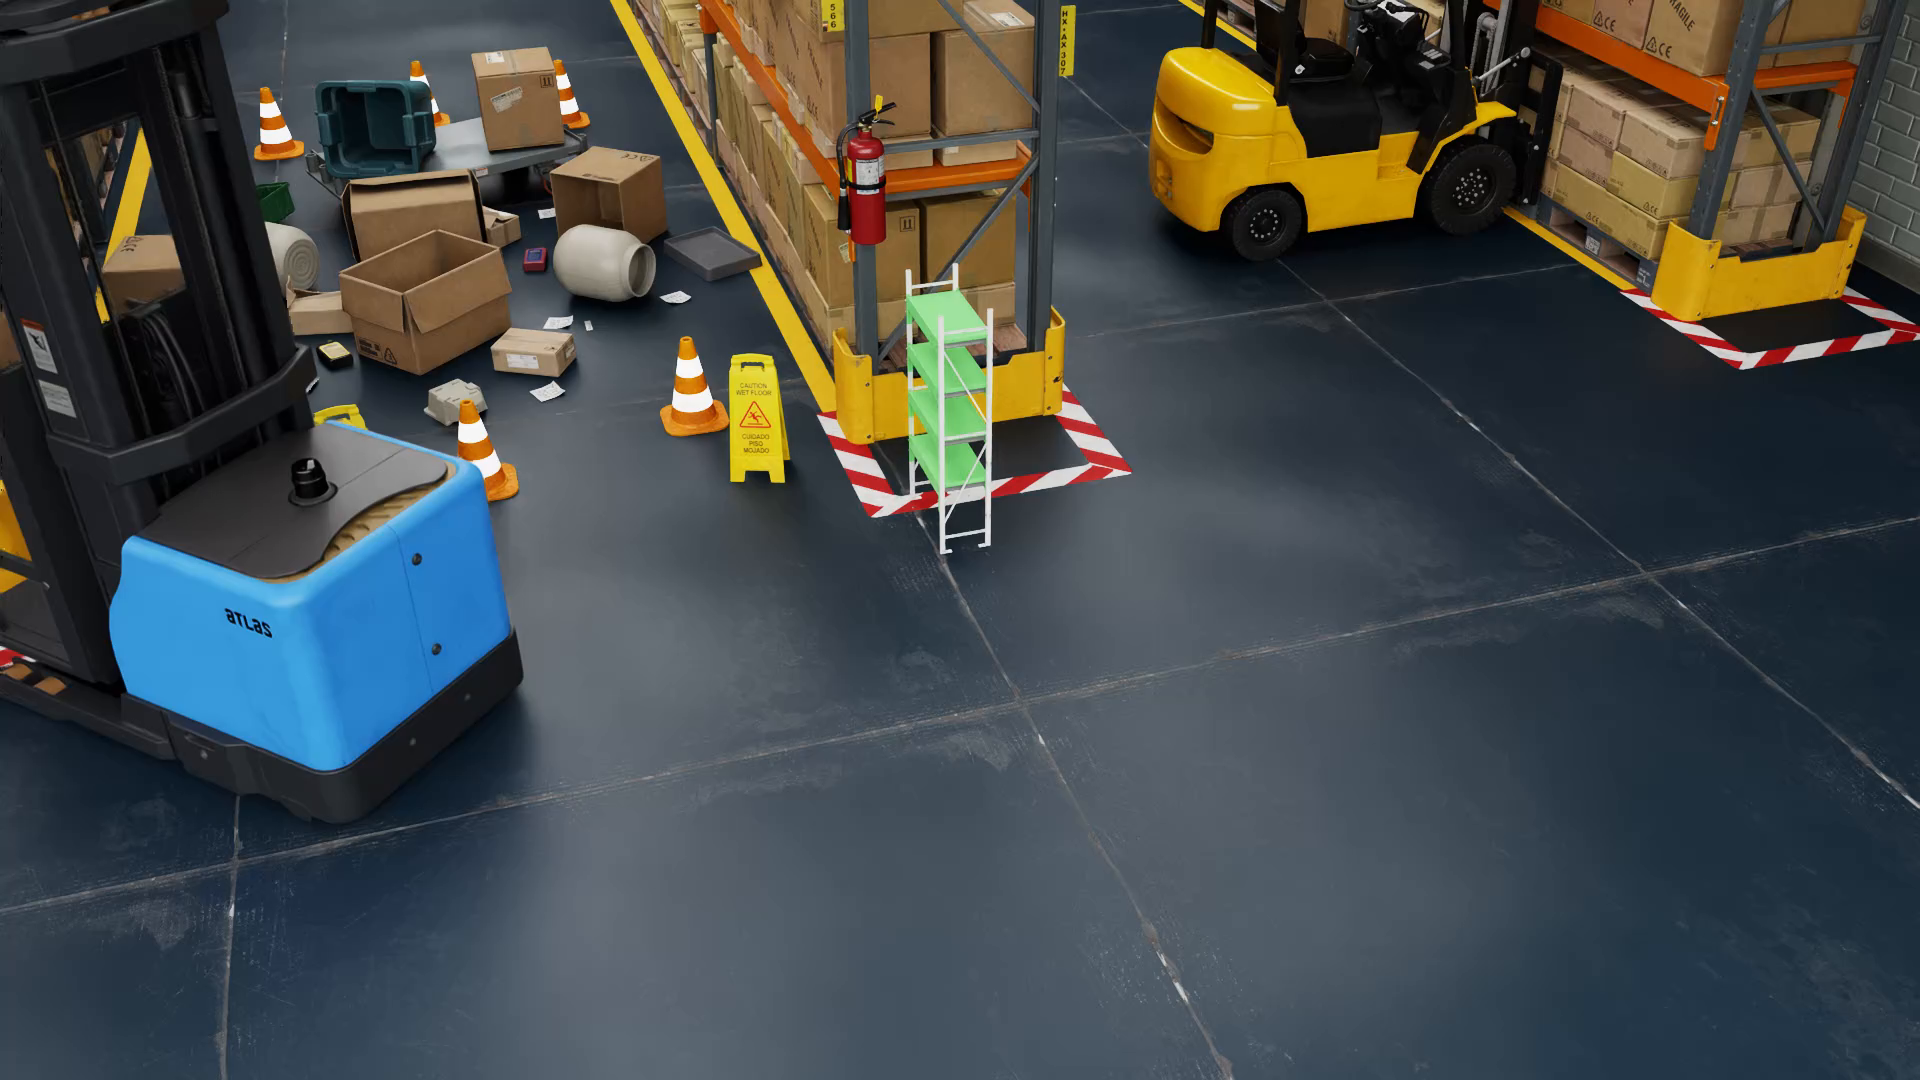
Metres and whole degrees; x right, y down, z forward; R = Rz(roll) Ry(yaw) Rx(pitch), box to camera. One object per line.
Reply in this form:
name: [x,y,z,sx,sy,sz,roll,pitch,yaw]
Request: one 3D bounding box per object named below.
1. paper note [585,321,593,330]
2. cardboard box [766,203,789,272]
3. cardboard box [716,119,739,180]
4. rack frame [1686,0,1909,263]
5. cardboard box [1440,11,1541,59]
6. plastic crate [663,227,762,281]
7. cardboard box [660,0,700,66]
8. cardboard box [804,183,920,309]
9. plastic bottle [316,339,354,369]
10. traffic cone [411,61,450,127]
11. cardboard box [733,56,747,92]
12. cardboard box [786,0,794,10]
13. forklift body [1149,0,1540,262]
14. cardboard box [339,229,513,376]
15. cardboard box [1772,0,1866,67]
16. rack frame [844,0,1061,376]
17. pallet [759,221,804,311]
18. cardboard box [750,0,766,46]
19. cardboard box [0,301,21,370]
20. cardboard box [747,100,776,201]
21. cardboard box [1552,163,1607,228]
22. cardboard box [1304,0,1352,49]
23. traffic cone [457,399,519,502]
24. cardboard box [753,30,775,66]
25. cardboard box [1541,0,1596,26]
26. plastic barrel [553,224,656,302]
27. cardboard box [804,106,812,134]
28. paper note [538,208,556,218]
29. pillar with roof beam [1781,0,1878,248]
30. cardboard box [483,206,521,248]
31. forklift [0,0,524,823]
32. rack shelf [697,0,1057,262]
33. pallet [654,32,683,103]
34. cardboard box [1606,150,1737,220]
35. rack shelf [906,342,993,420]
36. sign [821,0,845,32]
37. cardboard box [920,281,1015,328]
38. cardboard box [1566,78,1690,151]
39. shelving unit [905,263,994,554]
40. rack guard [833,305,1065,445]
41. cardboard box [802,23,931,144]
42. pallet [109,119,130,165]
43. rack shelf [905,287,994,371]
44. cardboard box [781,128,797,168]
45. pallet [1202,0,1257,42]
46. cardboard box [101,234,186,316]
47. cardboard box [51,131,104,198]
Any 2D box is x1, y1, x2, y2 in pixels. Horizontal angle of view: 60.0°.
paper note: [-2.148,-1.240,9.618,0.032,0.001,0.123,-10,35,-15]
cardboard box: [-0.848,-1.832,9.915,0.500,0.250,0.500,-11,35,-16]
cardboard box: [-1.327,-2.651,11.154,0.500,0.250,0.500,-12,35,-17]
rack frame: [4.696,-2.714,9.137,1.000,3.000,0.127,-10,35,-15]
cardboard box: [3.634,-3.423,11.416,0.500,0.250,0.500,-9,34,-13]
plastic crate: [-1.552,-1.797,10.398,0.402,0.080,0.583,-23,40,-31]
cardboard box: [-1.848,-4.073,13.196,0.950,0.372,0.625,-9,34,-13]
cardboard box: [-0.522,-1.595,8.876,0.500,0.500,0.500,-10,35,-14]
plastic bottle: [-3.500,-1.042,9.272,0.133,0.061,0.283,-23,40,-31]
traffic cone: [-4.002,-3.319,12.353,0.336,0.463,0.334,-10,35,-15]
cardboard box: [-1.187,-2.889,10.246,0.380,0.149,0.250,-9,34,-13]
cardboard box: [-0.541,-2.959,8.240,0.700,0.500,0.500,-10,35,-14]
forklift body: [2.381,-3.049,10.413,2.313,2.155,1.214,-10,35,-15]
cardboard box: [-2.976,-1.333,9.310,0.637,0.503,0.797,19,38,26]
cardboard box: [4.810,-3.063,9.574,0.500,0.500,0.500,-9,34,-13]
rack frame: [-0.030,-1.878,7.871,1.000,3.000,0.127,-10,35,-15]
pallet: [-0.635,-1.826,10.322,1.003,0.211,1.213,-10,35,-15]
cardboard box: [-0.892,-3.078,9.327,0.500,0.500,0.500,-10,35,-14]
cardboard box: [-5.253,-1.087,8.221,0.875,0.875,0.875,-11,35,-15]
cardboard box: [-0.996,-2.412,10.112,0.500,0.500,0.500,-8,34,-12]
cardboard box: [4.110,-2.199,10.470,0.500,0.250,0.500,-10,35,-15]
cardboard box: [3.306,-4.271,13.266,0.875,0.625,0.625,-8,34,-13]
traffic cone: [-2.343,-0.463,8.031,0.336,0.463,0.334,-10,35,-15]
cardboard box: [-0.974,-2.853,9.574,0.380,0.149,0.250,-10,35,-15]
cardboard box: [3.990,-3.513,10.255,0.500,0.500,0.500,-11,35,-16]
plastic barrel: [-2.101,-1.633,9.837,0.512,0.421,0.421,13,36,18]
cardboard box: [-0.588,-2.186,8.565,0.380,0.149,0.250,-11,35,-16]
paper note: [-2.713,-2.174,11.012,0.148,0.019,0.142,-10,35,-15]
pillar with roof beam: [1.243,-5.010,7.170,9.100,9.000,0.400,-10,35,-15]
cardboard box: [-3.045,-2.048,10.609,0.396,0.266,0.258,19,38,26]
forklift: [-3.327,-0.748,6.224,3.031,2.935,1.130,16,37,22]
rack shelf: [-0.640,-2.628,9.658,1.077,0.370,4.000,-10,35,-15]
pallet: [-1.864,-3.865,13.407,1.003,0.211,1.213,-10,35,-15]
cardboard box: [4.250,-2.154,9.949,0.500,0.250,0.500,-10,35,-15]
rack shelf: [-0.050,-0.734,7.454,0.258,0.148,0.480,-10,35,-15]
sign: [-0.564,-2.410,7.339,0.100,0.325,0.005,-10,35,-15]
cardboard box: [-0.012,-1.376,9.224,0.500,0.250,0.500,-10,35,-15]
cardboard box: [4.098,-2.616,10.194,0.500,0.250,0.500,-9,35,-14]
shelving unit: [-0.050,-0.587,7.551,0.258,1.200,0.503,-10,35,-15]
rack guard: [-0.053,-0.875,8.620,1.175,0.500,0.348,-10,35,-15]
cardboard box: [-0.458,-2.282,8.122,0.500,0.500,0.500,-11,35,-16]
pallet: [-6.616,-2.963,12.043,1.003,0.211,1.213,-10,35,-15]
rack shelf: [-0.050,-0.935,7.321,0.258,0.148,0.480,-10,35,-15]
cardboard box: [-0.772,-2.180,9.173,0.380,0.149,0.250,-9,35,-14]
pallet: [2.839,-4.673,14.630,1.003,0.211,1.213,-10,35,-15]
cardboard box: [-4.482,-1.408,9.425,0.500,0.500,0.500,-4,34,-6]
cardboard box: [-6.208,-2.640,10.684,1.050,0.750,0.750,-10,35,-15]
